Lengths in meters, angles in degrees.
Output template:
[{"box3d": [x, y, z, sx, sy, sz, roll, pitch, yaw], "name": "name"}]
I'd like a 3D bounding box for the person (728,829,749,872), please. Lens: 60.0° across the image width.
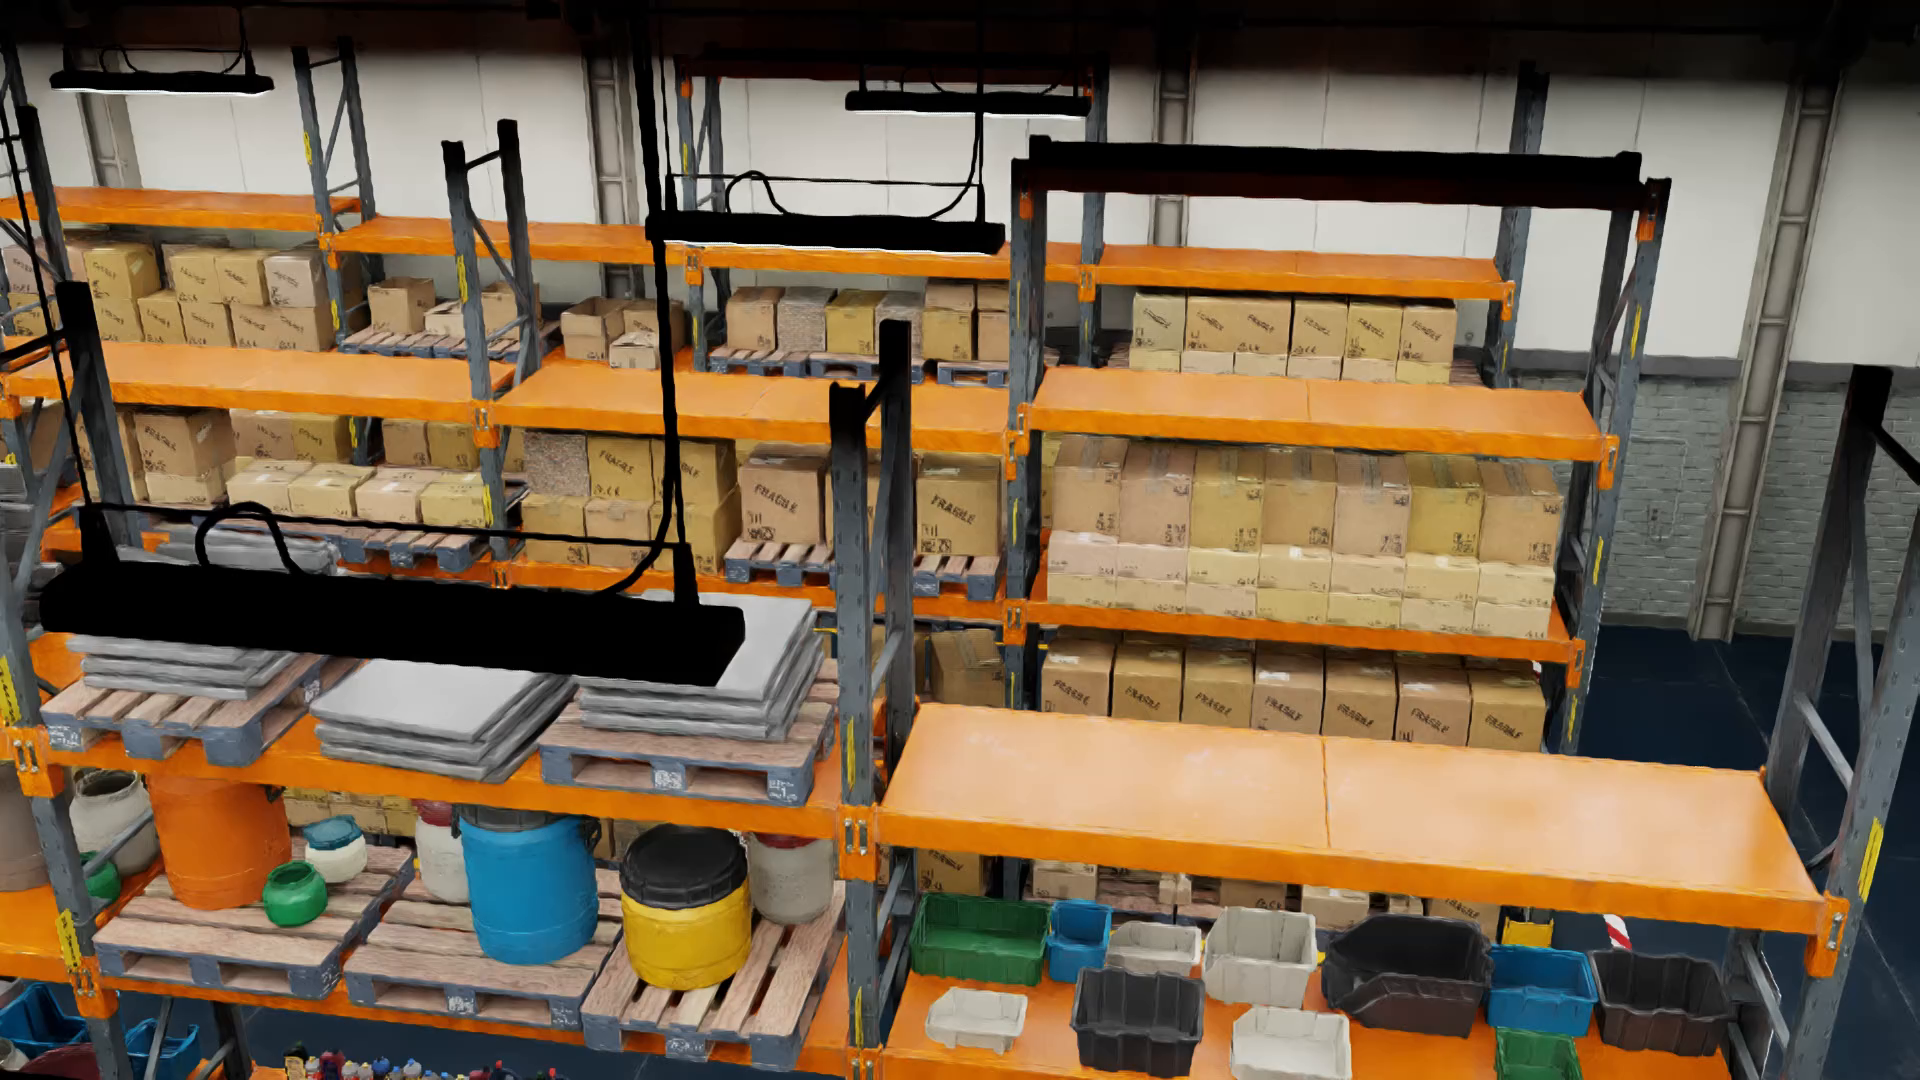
[{"box3d": [-1.702, 2.506, 12.281, 0.542, 1.715, 0.682, 3, 23, 7], "name": "person"}]
